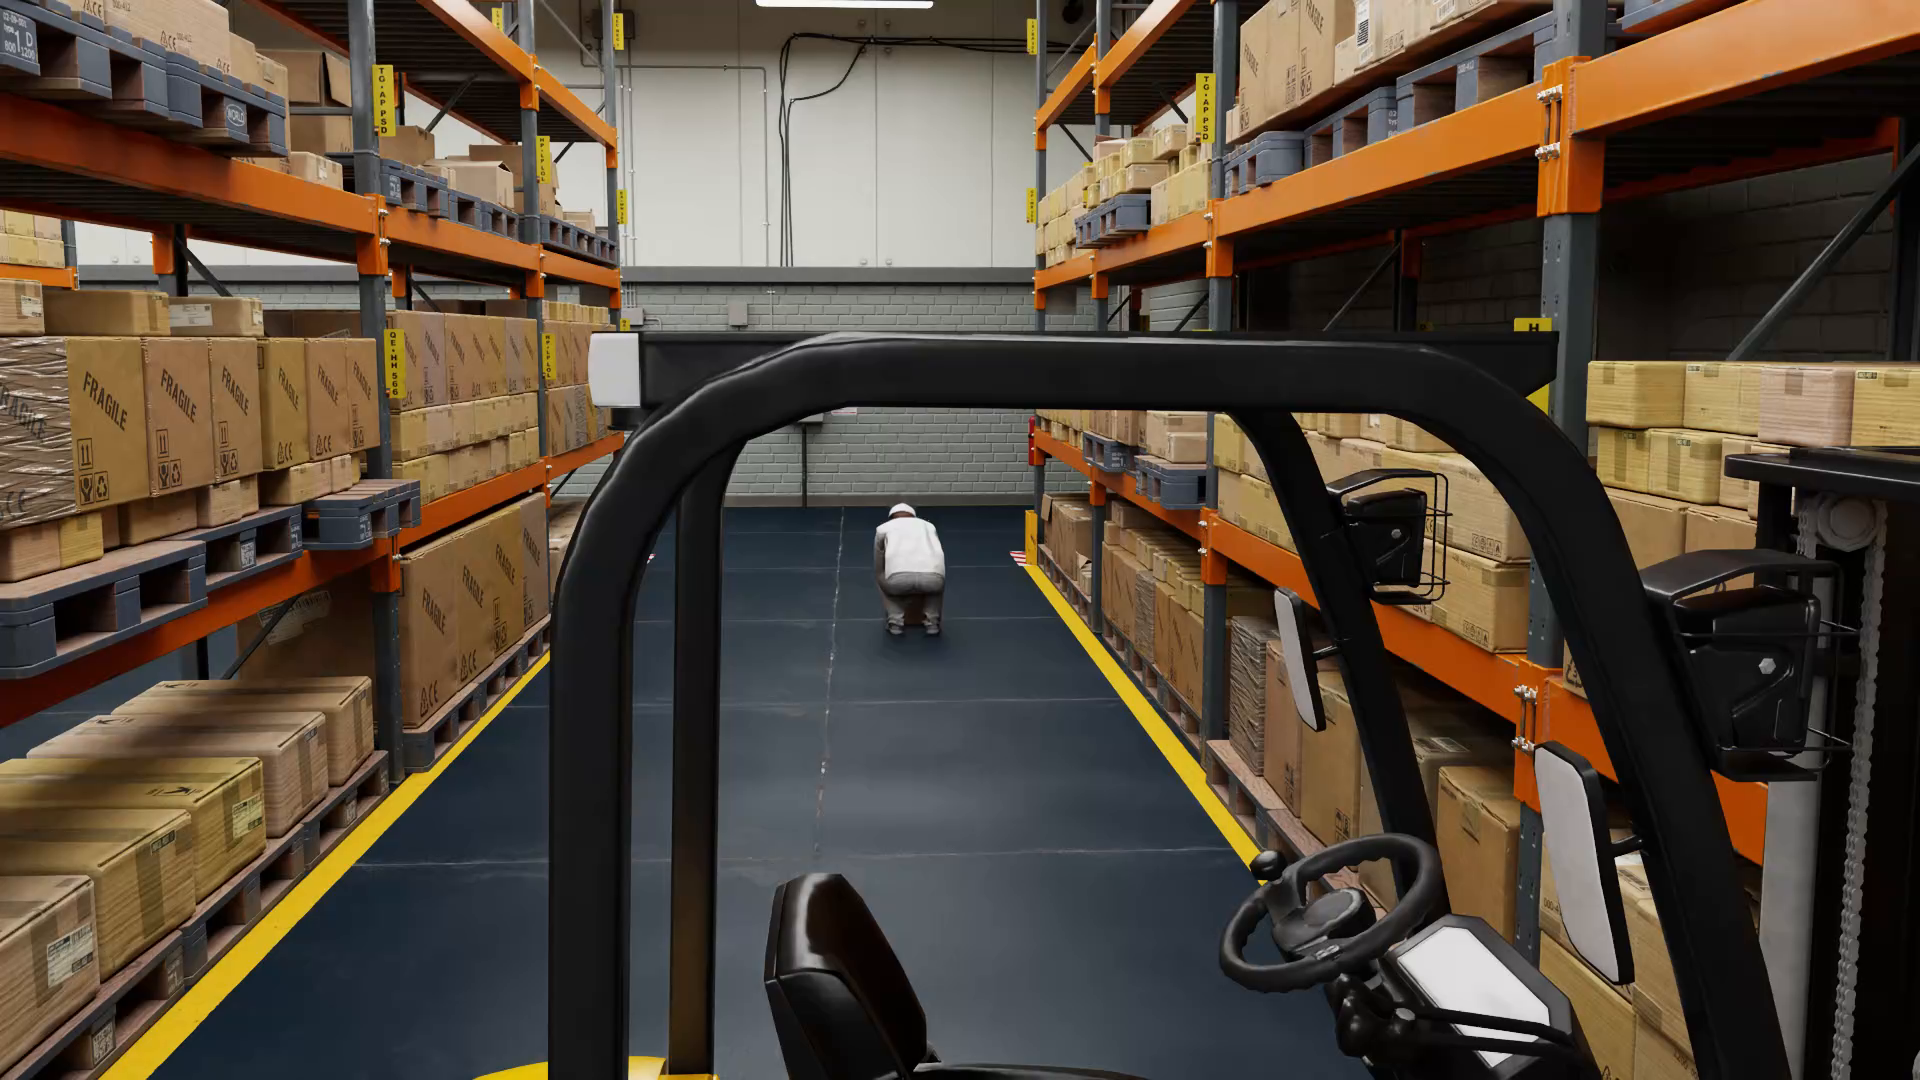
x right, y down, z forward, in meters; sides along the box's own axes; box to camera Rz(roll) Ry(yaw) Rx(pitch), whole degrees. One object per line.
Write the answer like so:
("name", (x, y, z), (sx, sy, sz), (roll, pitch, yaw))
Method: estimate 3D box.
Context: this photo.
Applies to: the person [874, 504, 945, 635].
("person", (-0.366, 0.216, 12.468), (0.524, 0.916, 0.914), (0, 7, -4))
